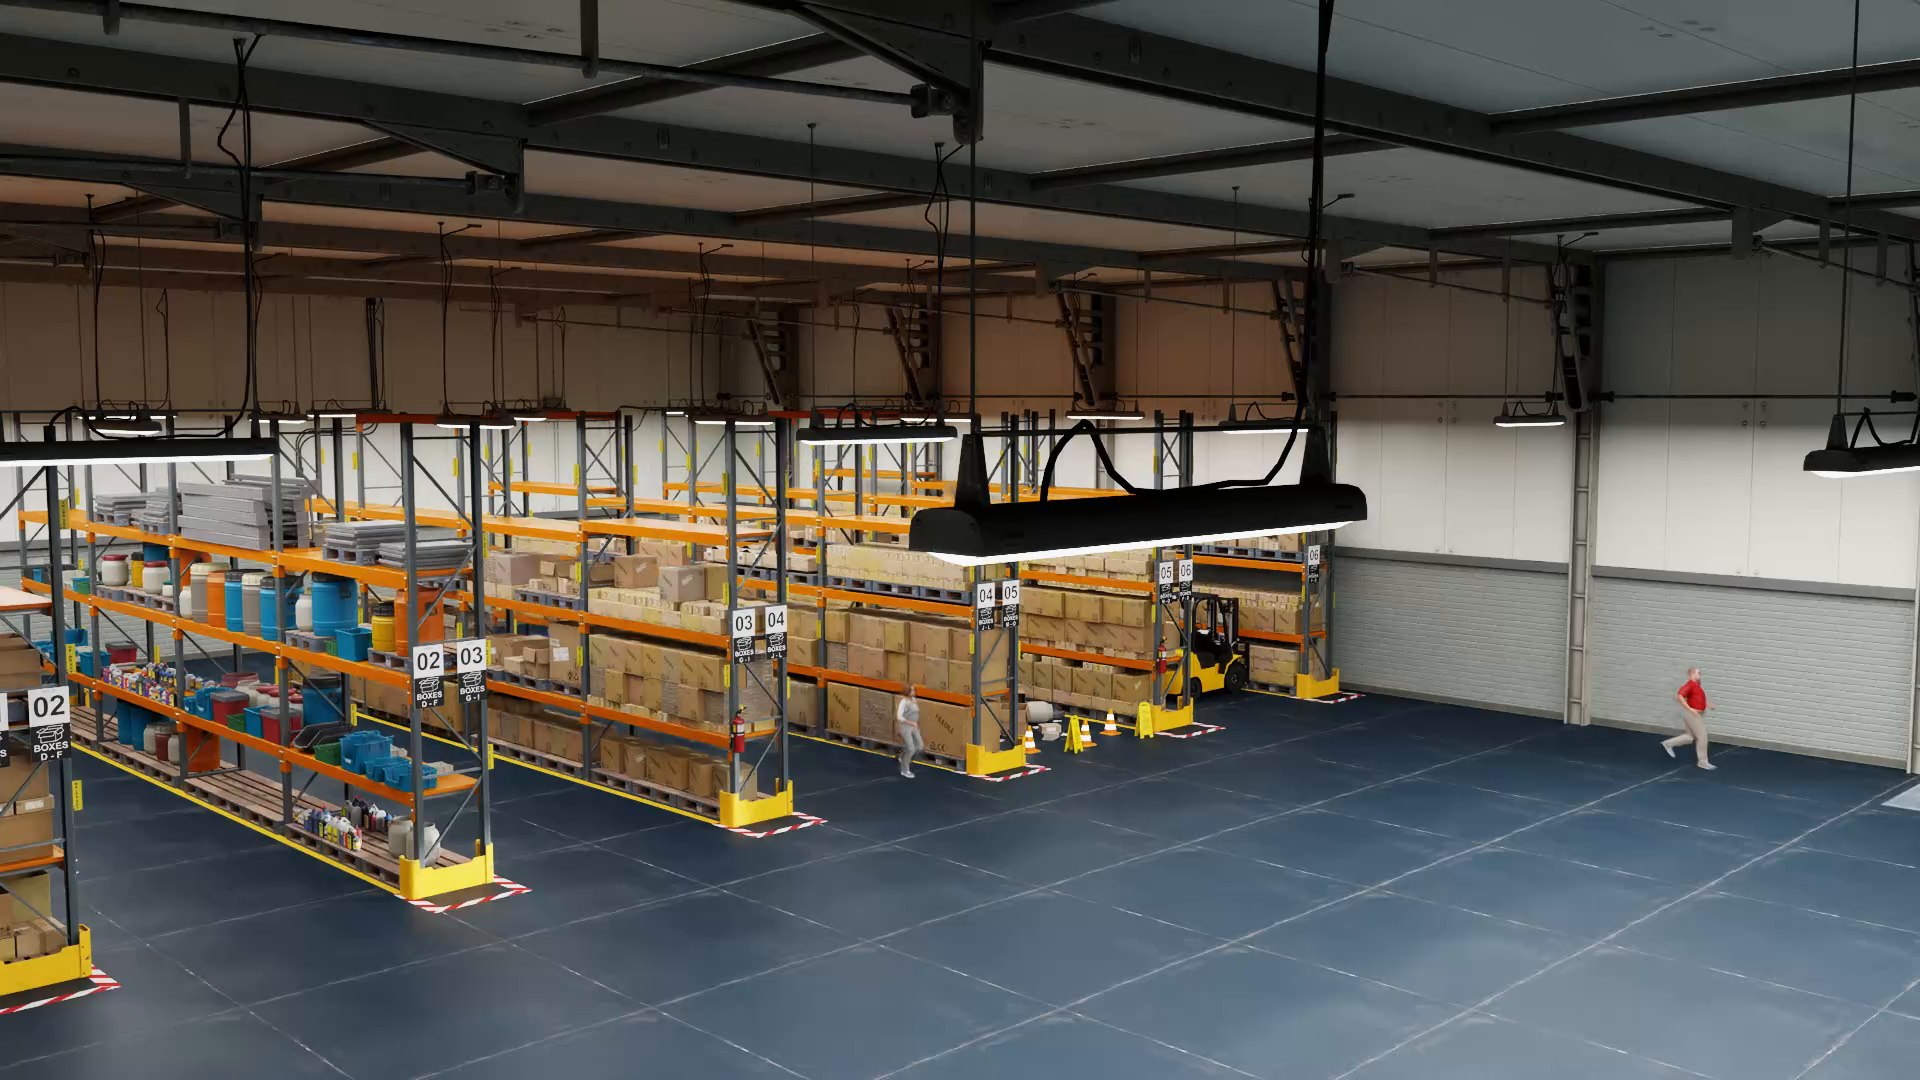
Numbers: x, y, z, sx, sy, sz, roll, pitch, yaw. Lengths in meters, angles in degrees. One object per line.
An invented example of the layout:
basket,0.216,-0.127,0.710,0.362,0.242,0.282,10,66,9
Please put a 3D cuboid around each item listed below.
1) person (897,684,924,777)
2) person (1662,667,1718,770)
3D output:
person,-0.846,3.162,27.573,0.530,1.563,0.543,3,6,32
person,12.474,3.029,28.357,0.879,1.731,0.663,3,6,28
